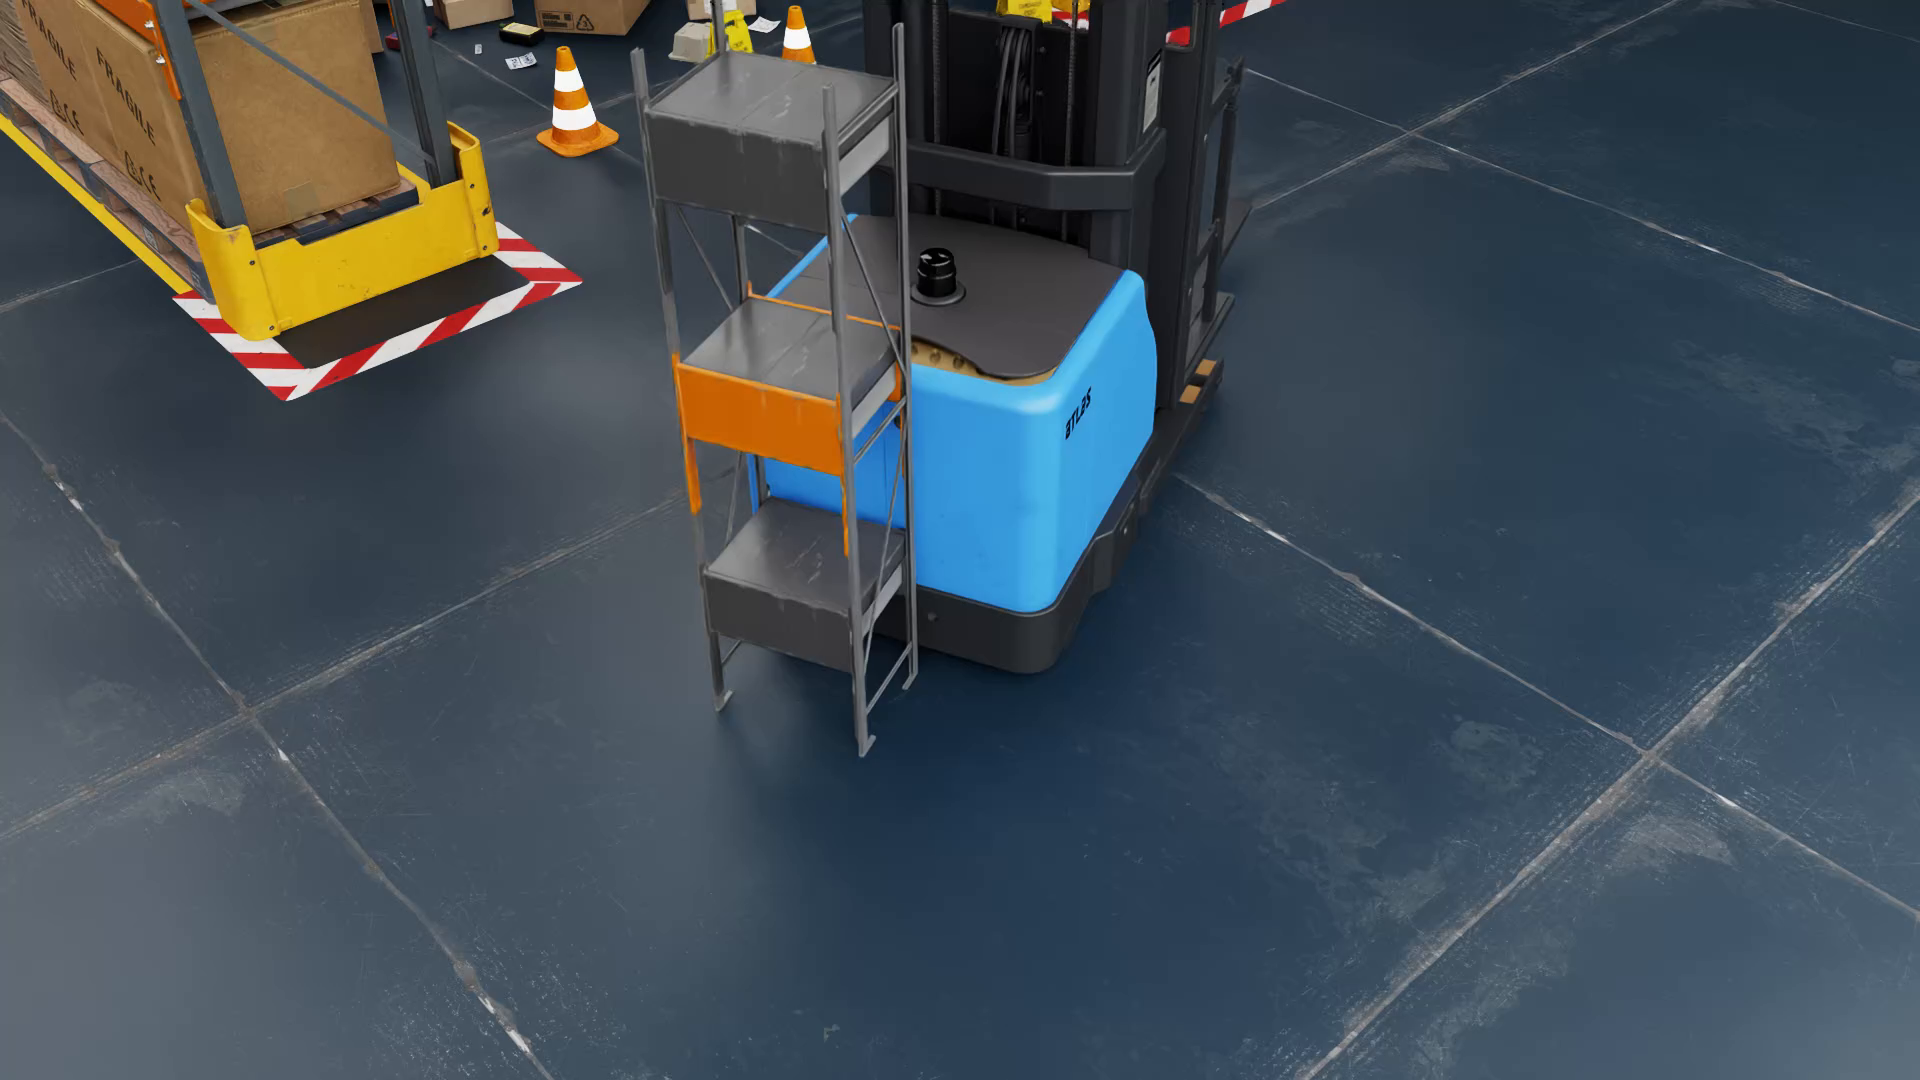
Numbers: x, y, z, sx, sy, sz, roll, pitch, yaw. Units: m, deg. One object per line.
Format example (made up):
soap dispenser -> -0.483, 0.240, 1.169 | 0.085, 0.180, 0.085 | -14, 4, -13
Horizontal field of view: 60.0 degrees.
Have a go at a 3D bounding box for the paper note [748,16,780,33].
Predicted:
paper note -> -1.098, -2.882, 9.294 | 0.142, 0.019, 0.148 | 18, 42, 21

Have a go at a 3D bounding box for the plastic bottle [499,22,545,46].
plastic bottle -> -2.439, -2.792, 9.158 | 0.283, 0.061, 0.133 | 18, 42, 21

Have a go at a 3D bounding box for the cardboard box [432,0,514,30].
cardboard box -> -2.756, -3.070, 9.340 | 0.396, 0.266, 0.258 | -22, 44, -25

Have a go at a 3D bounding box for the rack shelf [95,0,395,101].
rack shelf -> -3.923, -2.941, 7.577 | 1.077, 0.370, 4.000 | -30, 48, -32

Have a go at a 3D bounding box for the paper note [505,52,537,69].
paper note -> -2.352, -2.567, 8.906 | 0.144, 0.017, 0.142 | -15, 41, -17

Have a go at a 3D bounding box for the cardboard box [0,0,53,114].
cardboard box -> -4.289, -2.747, 8.121 | 0.875, 0.875, 0.875 | -30, 47, -31

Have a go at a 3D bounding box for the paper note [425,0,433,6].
paper note -> -3.009, -3.137, 9.617 | 0.172, 0.023, 0.155 | -15, 41, -17

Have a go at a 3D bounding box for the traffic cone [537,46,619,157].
traffic cone -> -1.883, -2.158, 8.053 | 0.336, 0.463, 0.334 | -30, 48, -32

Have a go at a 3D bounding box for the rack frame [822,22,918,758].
rack frame -> -0.217, -0.285, 4.432 | 0.015, 2.100, 0.400 | 15, 41, 18

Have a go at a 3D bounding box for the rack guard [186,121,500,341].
rack guard -> -2.554, -1.312, 6.976 | 1.175, 0.500, 0.348 | -30, 48, -32

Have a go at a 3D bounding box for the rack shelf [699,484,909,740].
rack shelf -> -0.441, 0.210, 4.954 | 0.480, 0.518, 0.431 | 15, 41, 18

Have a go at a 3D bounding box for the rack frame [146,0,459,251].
rack frame -> -2.570, -2.295, 6.205 | 1.000, 3.000, 0.127 | -30, 48, -32

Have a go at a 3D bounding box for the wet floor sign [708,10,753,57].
wet floor sign -> -1.092, -2.207, 7.970 | 0.232, 0.644, 0.267 | 26, 45, 28

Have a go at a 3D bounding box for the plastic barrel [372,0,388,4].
plastic barrel -> -3.378, -3.271, 9.463 | 0.512, 0.421, 0.421 | -2, 39, -2

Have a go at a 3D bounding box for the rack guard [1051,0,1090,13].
rack guard -> 0.956, -3.508, 9.696 | 1.175, 0.500, 0.348 | -30, 48, -32

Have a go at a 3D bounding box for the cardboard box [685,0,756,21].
cardboard box -> -1.366, -3.084, 9.451 | 0.380, 0.149, 0.250 | -8, 40, -10

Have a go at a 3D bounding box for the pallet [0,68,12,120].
pallet -> -4.819, -2.676, 8.896 | 1.003, 0.211, 1.213 | -30, 48, -32

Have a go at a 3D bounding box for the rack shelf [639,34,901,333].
rack shelf -> -0.441, -0.879, 4.075 | 0.480, 0.518, 0.431 | 15, 41, 18

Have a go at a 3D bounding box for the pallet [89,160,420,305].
pallet -> -3.168, -1.547, 7.498 | 1.003, 0.211, 1.213 | -30, 48, -32

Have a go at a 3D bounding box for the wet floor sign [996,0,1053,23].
wet floor sign -> 0.348, -2.987, 8.935 | 0.267, 0.644, 0.232 | -15, 41, -17

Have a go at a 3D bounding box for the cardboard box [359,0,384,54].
cardboard box -> -3.469, -2.893, 8.932 | 0.500, 0.500, 0.500 | -22, 44, -25

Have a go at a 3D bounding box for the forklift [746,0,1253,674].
forklift -> 0.368, -1.655, 5.466 | 1.130, 2.935, 3.031 | 15, 41, 18

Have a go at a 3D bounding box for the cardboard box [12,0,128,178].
cardboard box -> -3.674, -2.324, 7.597 | 0.875, 0.875, 0.875 | -31, 48, -32

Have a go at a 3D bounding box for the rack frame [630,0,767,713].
rack frame -> -0.666, -0.405, 4.580 | 0.015, 2.100, 0.400 | 15, 41, 18

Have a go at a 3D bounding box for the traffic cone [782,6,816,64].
traffic cone -> -0.821, -2.480, 8.453 | 0.336, 0.463, 0.334 | -30, 48, -32

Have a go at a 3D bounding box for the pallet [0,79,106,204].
pallet -> -3.989, -2.112, 8.197 | 1.003, 0.211, 1.213 | -30, 48, -32

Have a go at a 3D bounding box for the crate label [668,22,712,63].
crate label -> -1.398, -2.691, 8.973 | 0.298, 0.136, 0.250 | 11, 40, 13

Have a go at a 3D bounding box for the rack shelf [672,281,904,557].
rack shelf -> -0.441, -0.334, 4.514 | 0.480, 0.518, 0.431 | 15, 41, 18

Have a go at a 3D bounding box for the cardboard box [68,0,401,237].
cardboard box -> -3.077, -1.918, 7.094 | 0.875, 0.875, 0.875 | -30, 47, -32

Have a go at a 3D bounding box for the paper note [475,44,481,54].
paper note -> -2.622, -2.673, 9.051 | 0.032, 0.001, 0.123 | -8, 40, -10

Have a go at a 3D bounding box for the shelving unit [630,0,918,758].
shelving unit -> -0.441, -0.345, 4.506 | 0.503, 2.100, 0.431 | 15, 41, 18

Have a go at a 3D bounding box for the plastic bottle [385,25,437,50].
plastic bottle -> -3.009, -2.775, 9.137 | 0.133, 0.061, 0.283 | 18, 42, 21

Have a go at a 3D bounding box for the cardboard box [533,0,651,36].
cardboard box -> -2.045, -3.211, 9.326 | 0.637, 0.503, 0.797 | 5, 39, 6
